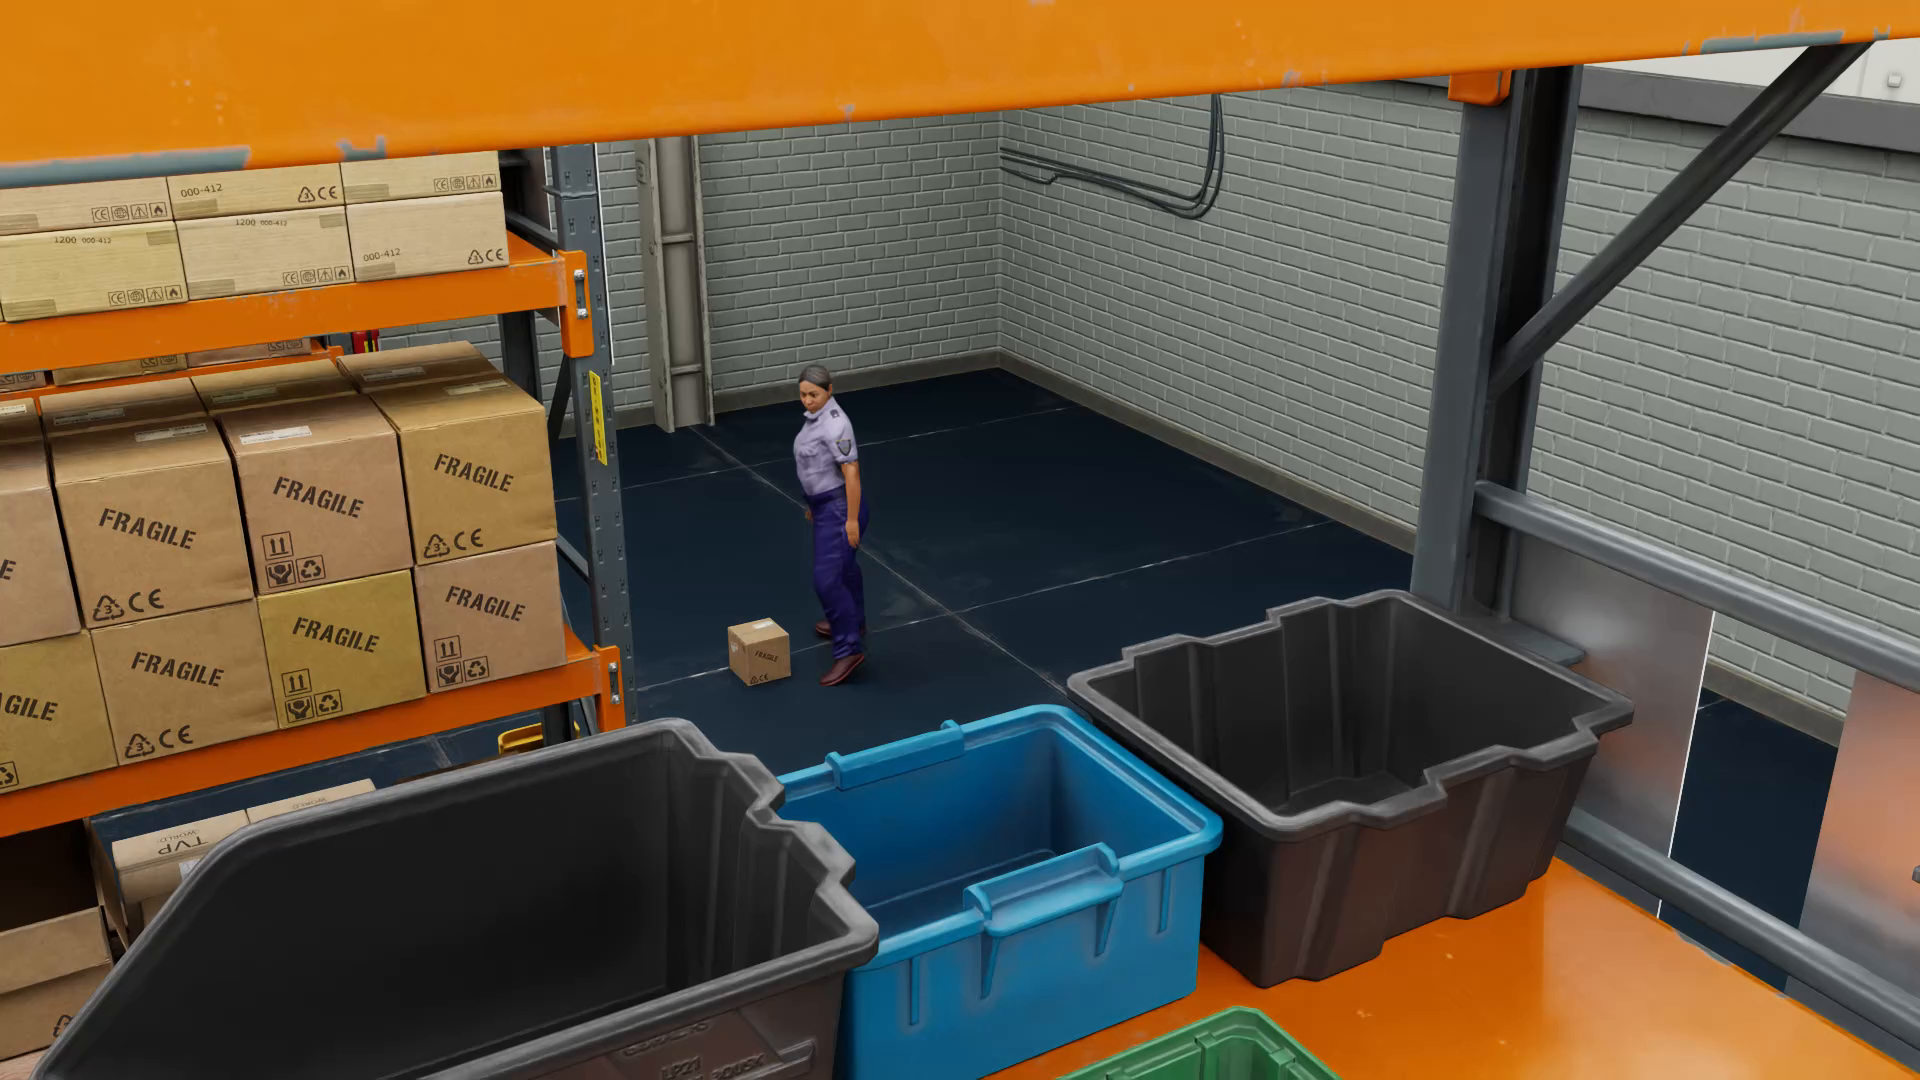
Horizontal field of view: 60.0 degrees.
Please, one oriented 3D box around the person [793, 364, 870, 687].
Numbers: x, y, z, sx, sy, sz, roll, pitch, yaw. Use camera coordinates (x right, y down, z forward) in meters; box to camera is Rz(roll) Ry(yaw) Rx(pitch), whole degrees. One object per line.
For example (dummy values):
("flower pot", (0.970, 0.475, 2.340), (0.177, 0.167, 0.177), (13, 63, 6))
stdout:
("person", (-0.670, -0.107, 8.905), (0.389, 1.661, 0.718), (-5, 22, -12))
